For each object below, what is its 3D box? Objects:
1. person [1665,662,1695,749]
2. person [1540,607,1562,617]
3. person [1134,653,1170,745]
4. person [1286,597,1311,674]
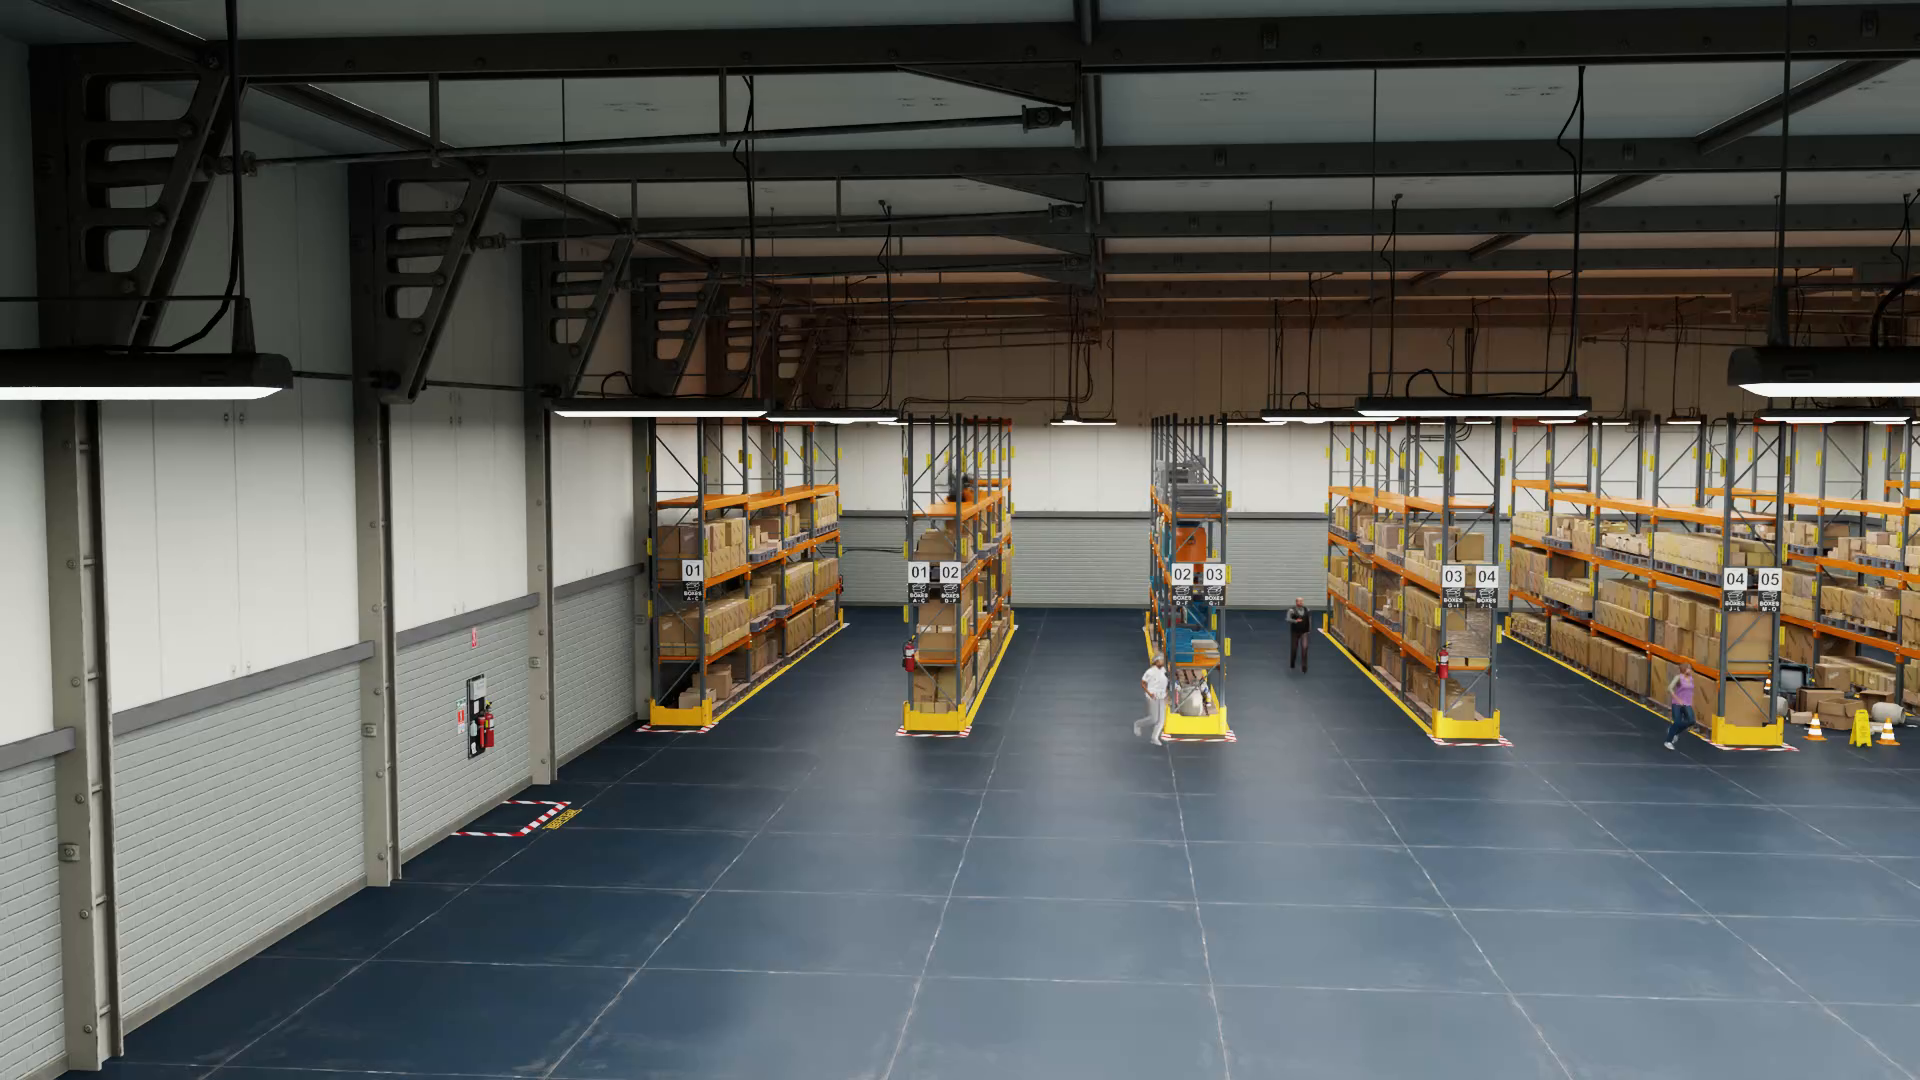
[{"bbox_3d":[12.937,2.959,29.732,0.601,1.549,0.474,-1,4,-16],"label":"person"},{"bbox_3d":[16.794,1.675,47.364,0.854,1.760,0.708,0,4,-3],"label":"person"},{"bbox_3d":[3.573,2.868,30.286,0.599,1.631,0.688,-3,5,-38],"label":"person"},{"bbox_3d":[7.976,2.217,39.162,0.658,1.777,0.828,0,4,-1],"label":"person"}]
